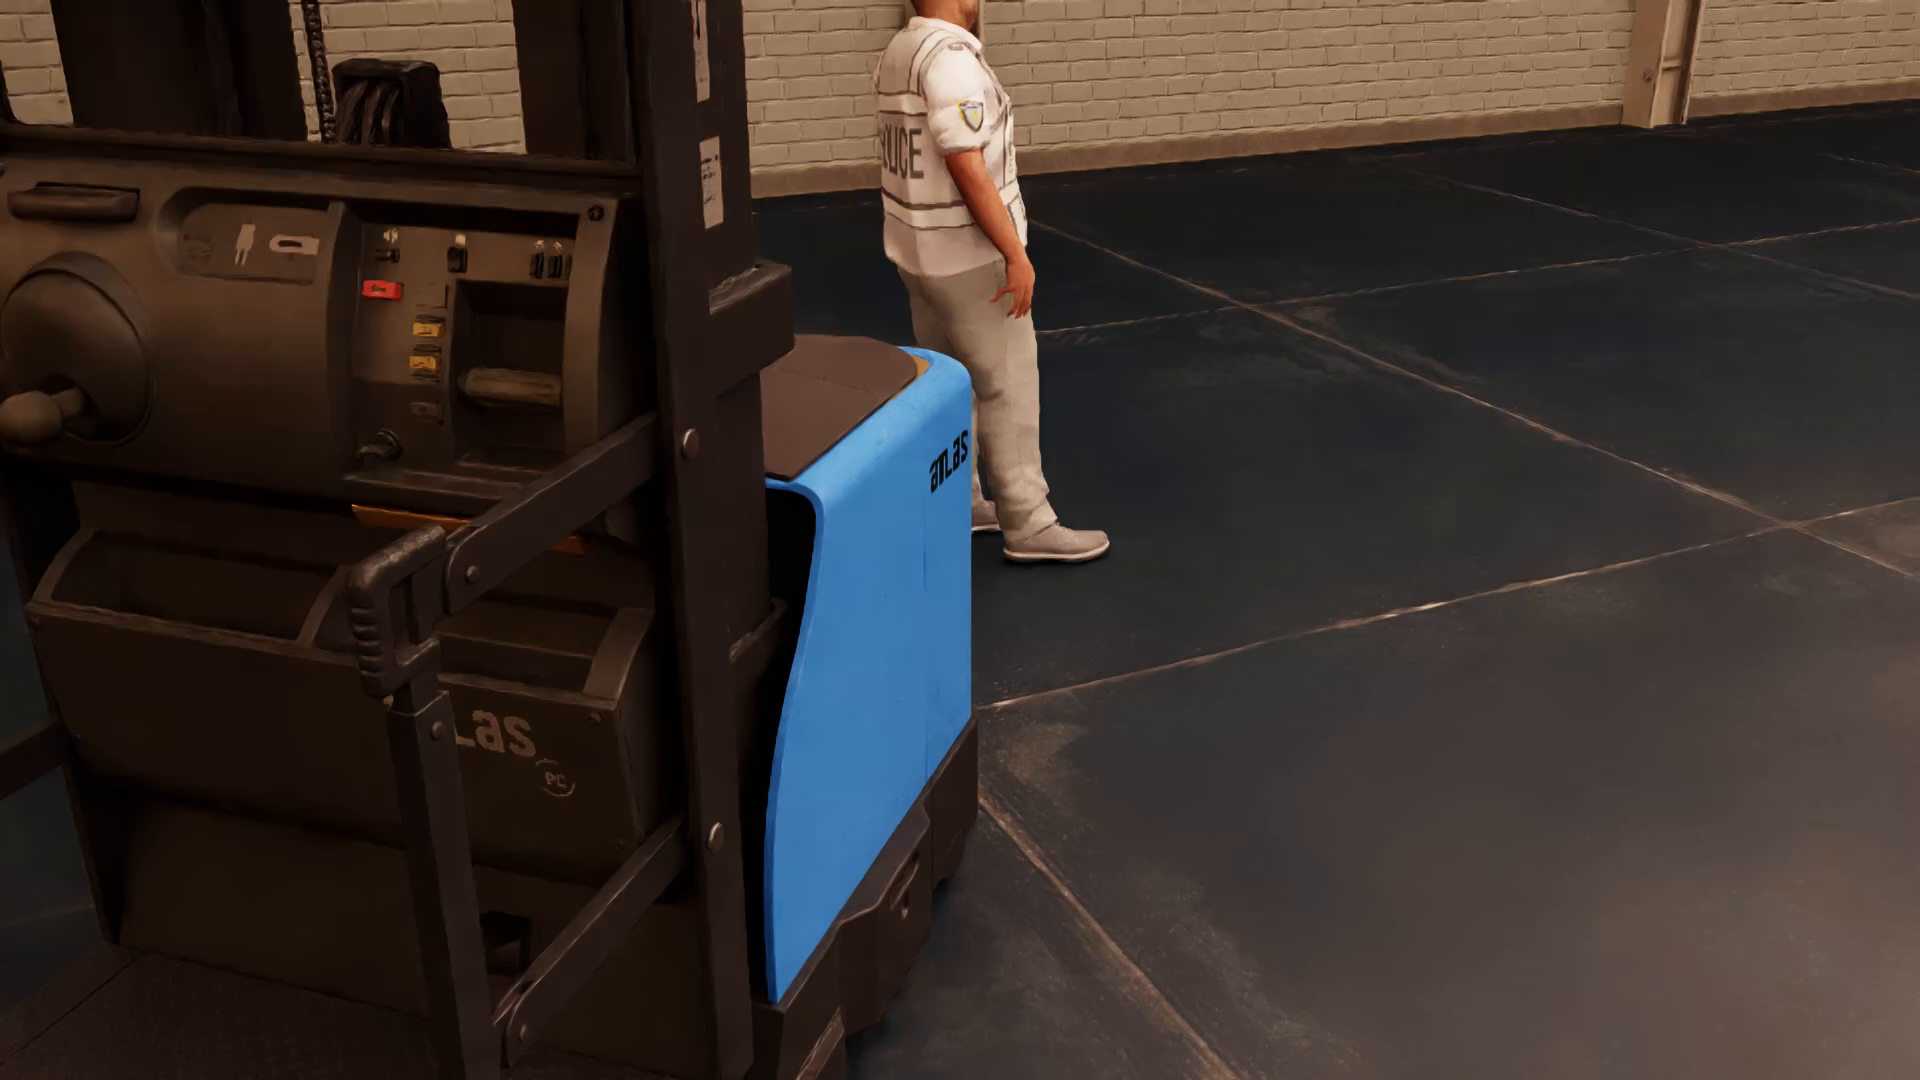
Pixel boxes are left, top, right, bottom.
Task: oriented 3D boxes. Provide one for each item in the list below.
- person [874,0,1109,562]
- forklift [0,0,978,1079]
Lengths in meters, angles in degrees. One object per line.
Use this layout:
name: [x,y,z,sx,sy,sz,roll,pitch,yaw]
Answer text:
person: [0.075,-0.839,4.782,0.574,1.781,0.640,-10,25,-23]
forklift: [-0.910,-0.246,1.879,1.130,2.935,3.031,7,24,17]
